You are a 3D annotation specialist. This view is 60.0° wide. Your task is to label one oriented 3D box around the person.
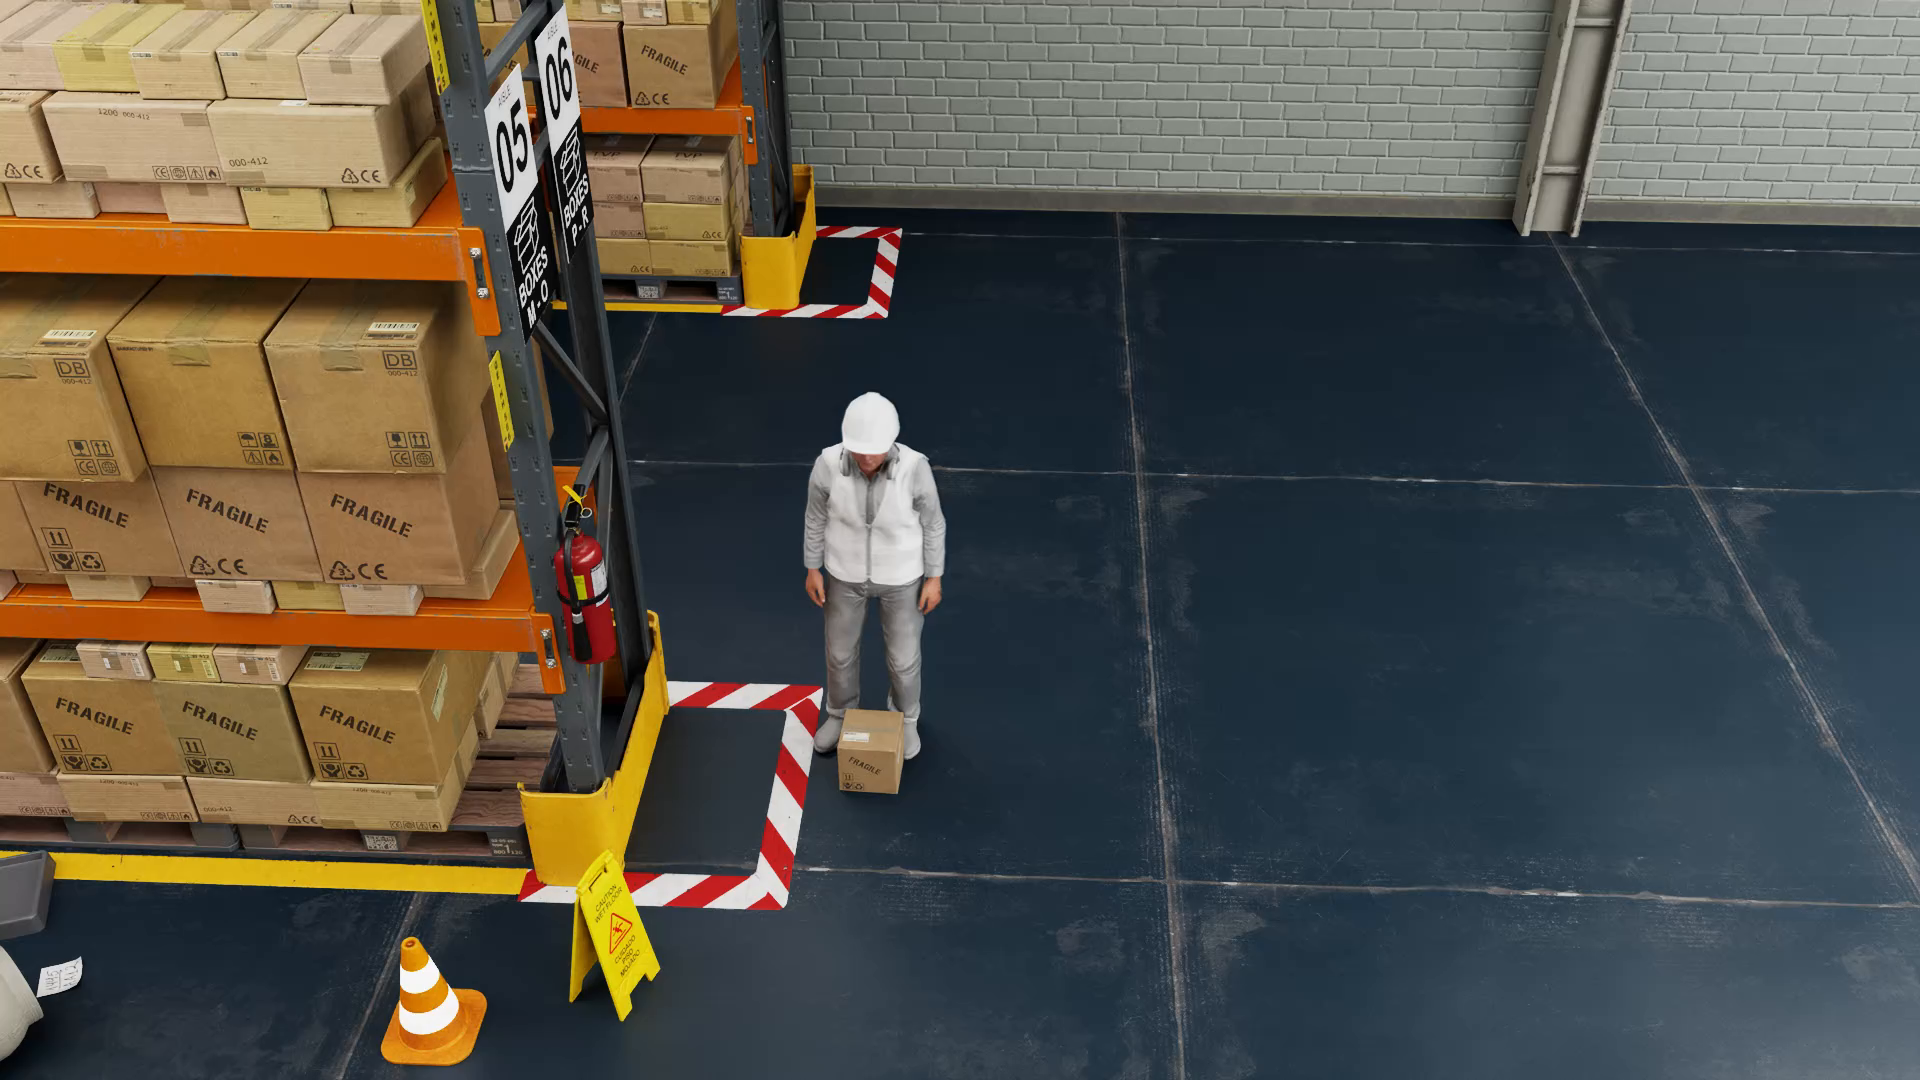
[{"bbox_3d":[-0.355,0.140,6.897,0.585,1.771,0.466,4,36,6],"label":"person"}]
